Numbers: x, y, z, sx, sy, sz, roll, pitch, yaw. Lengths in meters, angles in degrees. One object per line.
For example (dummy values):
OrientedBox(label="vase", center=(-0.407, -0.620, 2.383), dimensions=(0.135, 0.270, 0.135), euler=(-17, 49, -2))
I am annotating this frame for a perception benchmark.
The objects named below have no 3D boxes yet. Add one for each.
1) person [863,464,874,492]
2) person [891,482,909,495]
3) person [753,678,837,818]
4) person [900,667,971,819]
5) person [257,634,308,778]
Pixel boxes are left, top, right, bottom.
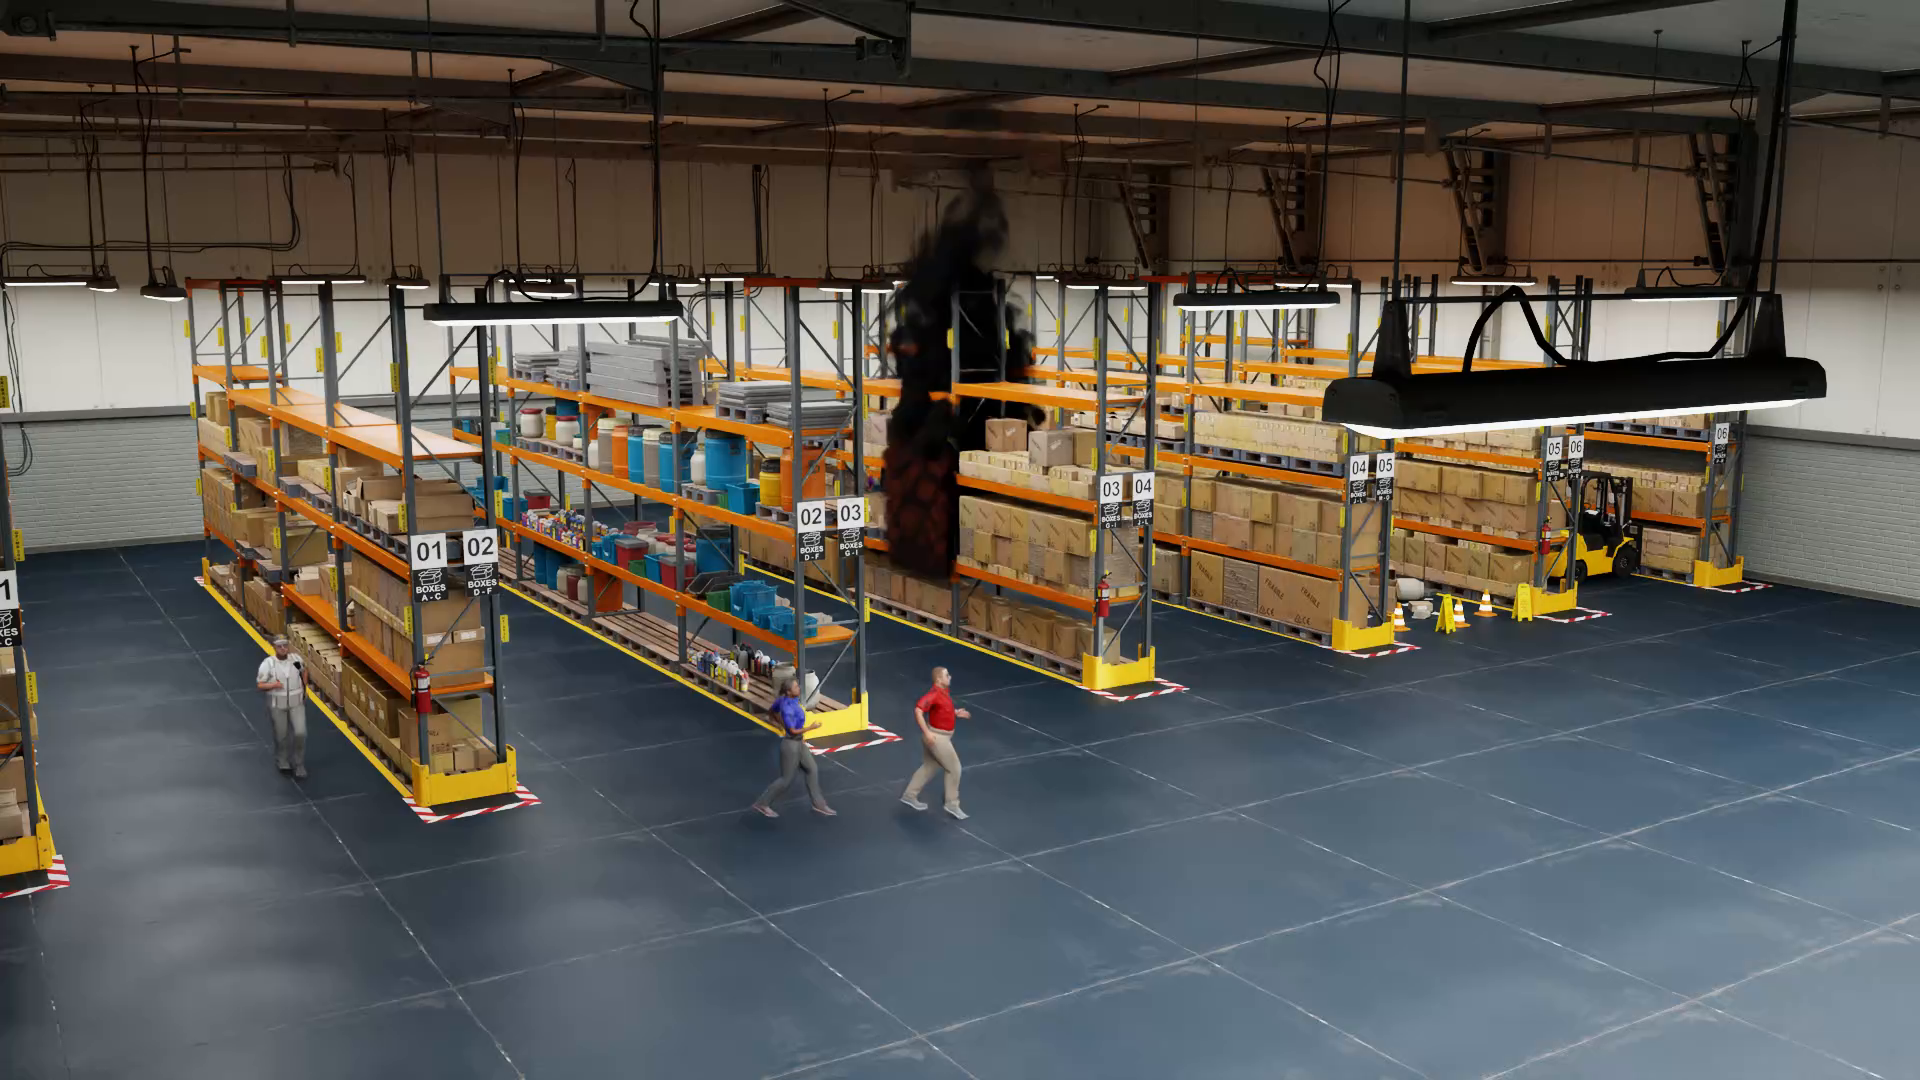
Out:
OrientedBox(label="person", center=(-2.301, -0.927, 38.289), dimensions=(0.728, 1.788, 0.636), euler=(-6, 11, -31))
OrientedBox(label="person", center=(-1.503, -1.500, 42.240), dimensions=(0.621, 1.608, 0.605), euler=(5, 11, 29))
OrientedBox(label="person", center=(-1.887, 2.372, 18.936), dimensions=(0.935, 1.665, 0.583), euler=(0, 10, -2))
OrientedBox(label="person", center=(-0.262, 2.325, 19.091), dimensions=(0.780, 1.789, 0.645), euler=(-1, 10, -4))
OrientedBox(label="person", center=(-8.316, 2.057, 20.536), dimensions=(0.640, 1.830, 0.727), euler=(-6, 11, -30))
